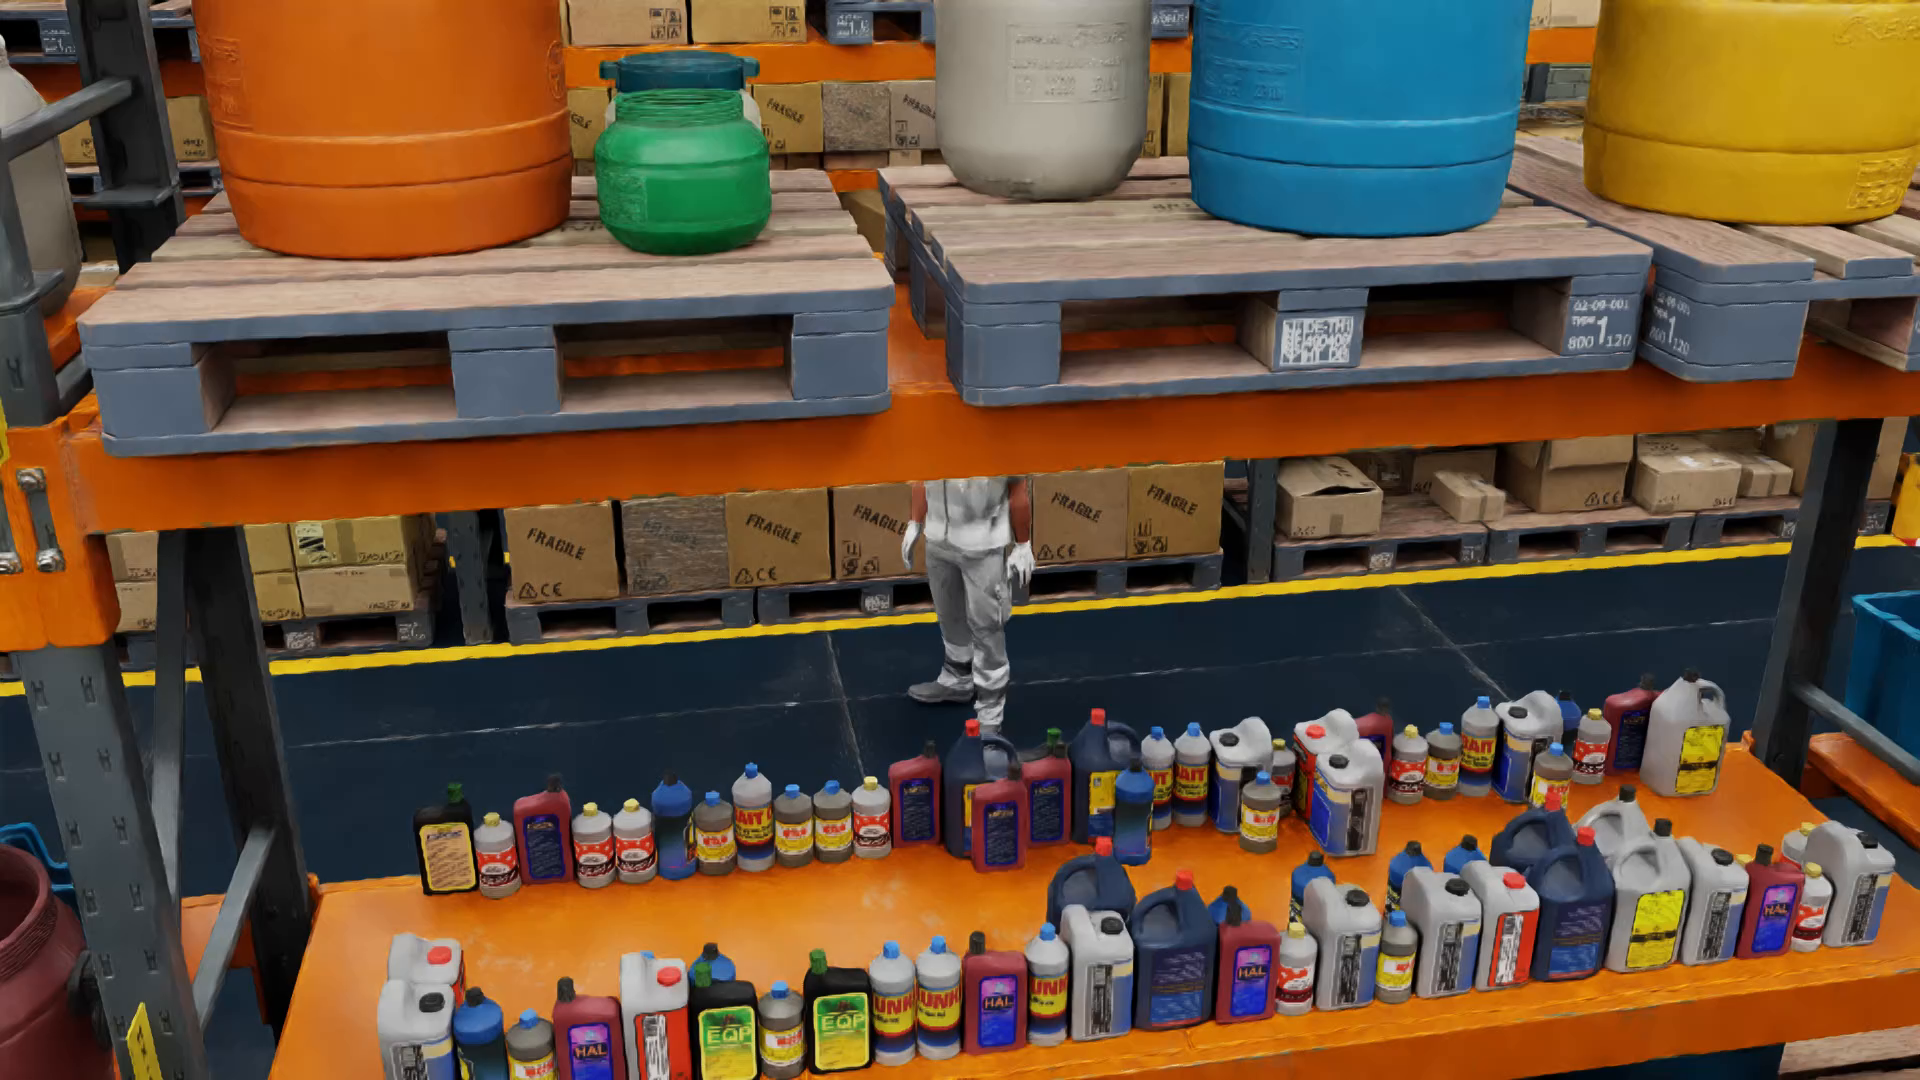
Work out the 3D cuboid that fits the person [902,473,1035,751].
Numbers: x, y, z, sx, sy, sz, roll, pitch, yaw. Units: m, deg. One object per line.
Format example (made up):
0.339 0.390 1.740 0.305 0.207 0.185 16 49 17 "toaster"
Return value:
0.001 -0.009 7.056 0.662 1.791 0.428 18 29 36 "person"
